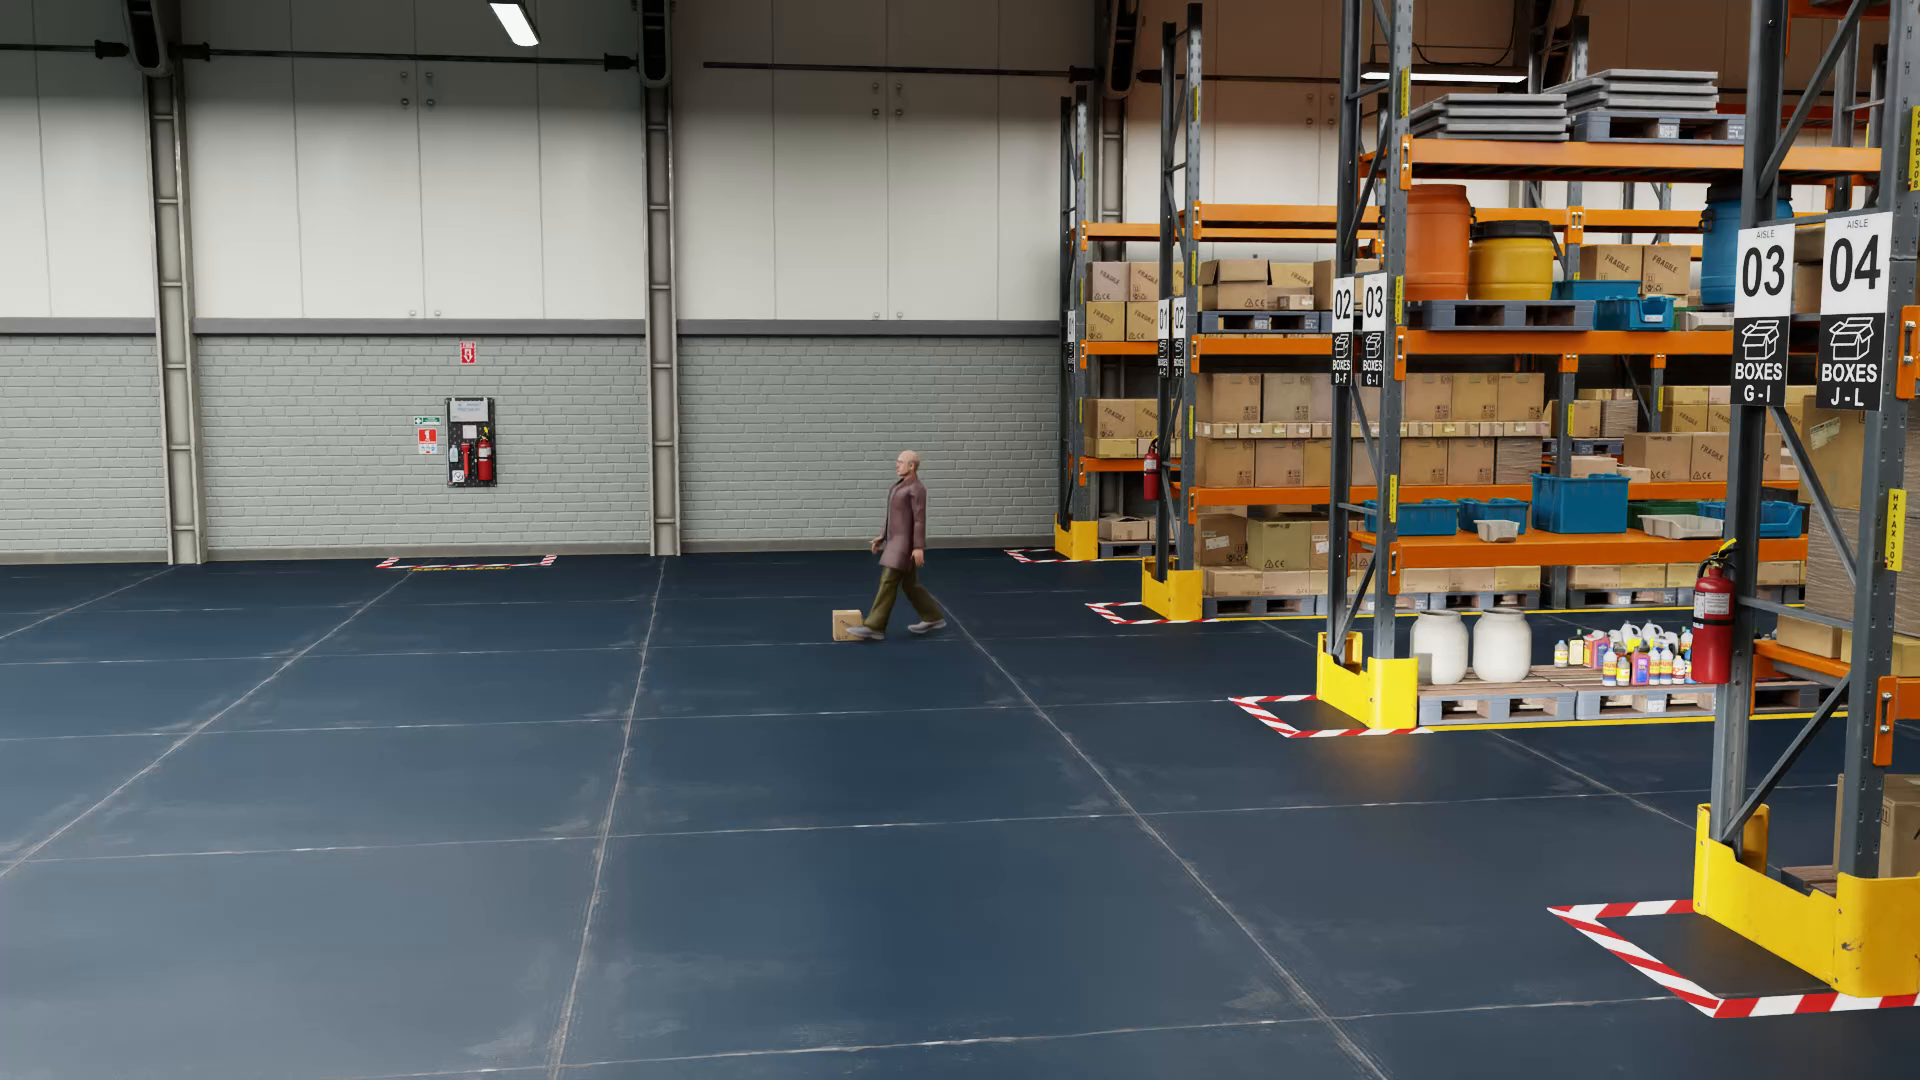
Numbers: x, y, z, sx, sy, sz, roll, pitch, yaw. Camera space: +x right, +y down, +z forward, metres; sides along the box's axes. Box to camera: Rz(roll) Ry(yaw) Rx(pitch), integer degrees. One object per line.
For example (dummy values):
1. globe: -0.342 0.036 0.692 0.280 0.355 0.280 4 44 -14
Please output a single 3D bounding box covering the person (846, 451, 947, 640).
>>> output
1. person: -0.594 0.037 15.487 1.005 1.739 0.598 -2 7 -14
